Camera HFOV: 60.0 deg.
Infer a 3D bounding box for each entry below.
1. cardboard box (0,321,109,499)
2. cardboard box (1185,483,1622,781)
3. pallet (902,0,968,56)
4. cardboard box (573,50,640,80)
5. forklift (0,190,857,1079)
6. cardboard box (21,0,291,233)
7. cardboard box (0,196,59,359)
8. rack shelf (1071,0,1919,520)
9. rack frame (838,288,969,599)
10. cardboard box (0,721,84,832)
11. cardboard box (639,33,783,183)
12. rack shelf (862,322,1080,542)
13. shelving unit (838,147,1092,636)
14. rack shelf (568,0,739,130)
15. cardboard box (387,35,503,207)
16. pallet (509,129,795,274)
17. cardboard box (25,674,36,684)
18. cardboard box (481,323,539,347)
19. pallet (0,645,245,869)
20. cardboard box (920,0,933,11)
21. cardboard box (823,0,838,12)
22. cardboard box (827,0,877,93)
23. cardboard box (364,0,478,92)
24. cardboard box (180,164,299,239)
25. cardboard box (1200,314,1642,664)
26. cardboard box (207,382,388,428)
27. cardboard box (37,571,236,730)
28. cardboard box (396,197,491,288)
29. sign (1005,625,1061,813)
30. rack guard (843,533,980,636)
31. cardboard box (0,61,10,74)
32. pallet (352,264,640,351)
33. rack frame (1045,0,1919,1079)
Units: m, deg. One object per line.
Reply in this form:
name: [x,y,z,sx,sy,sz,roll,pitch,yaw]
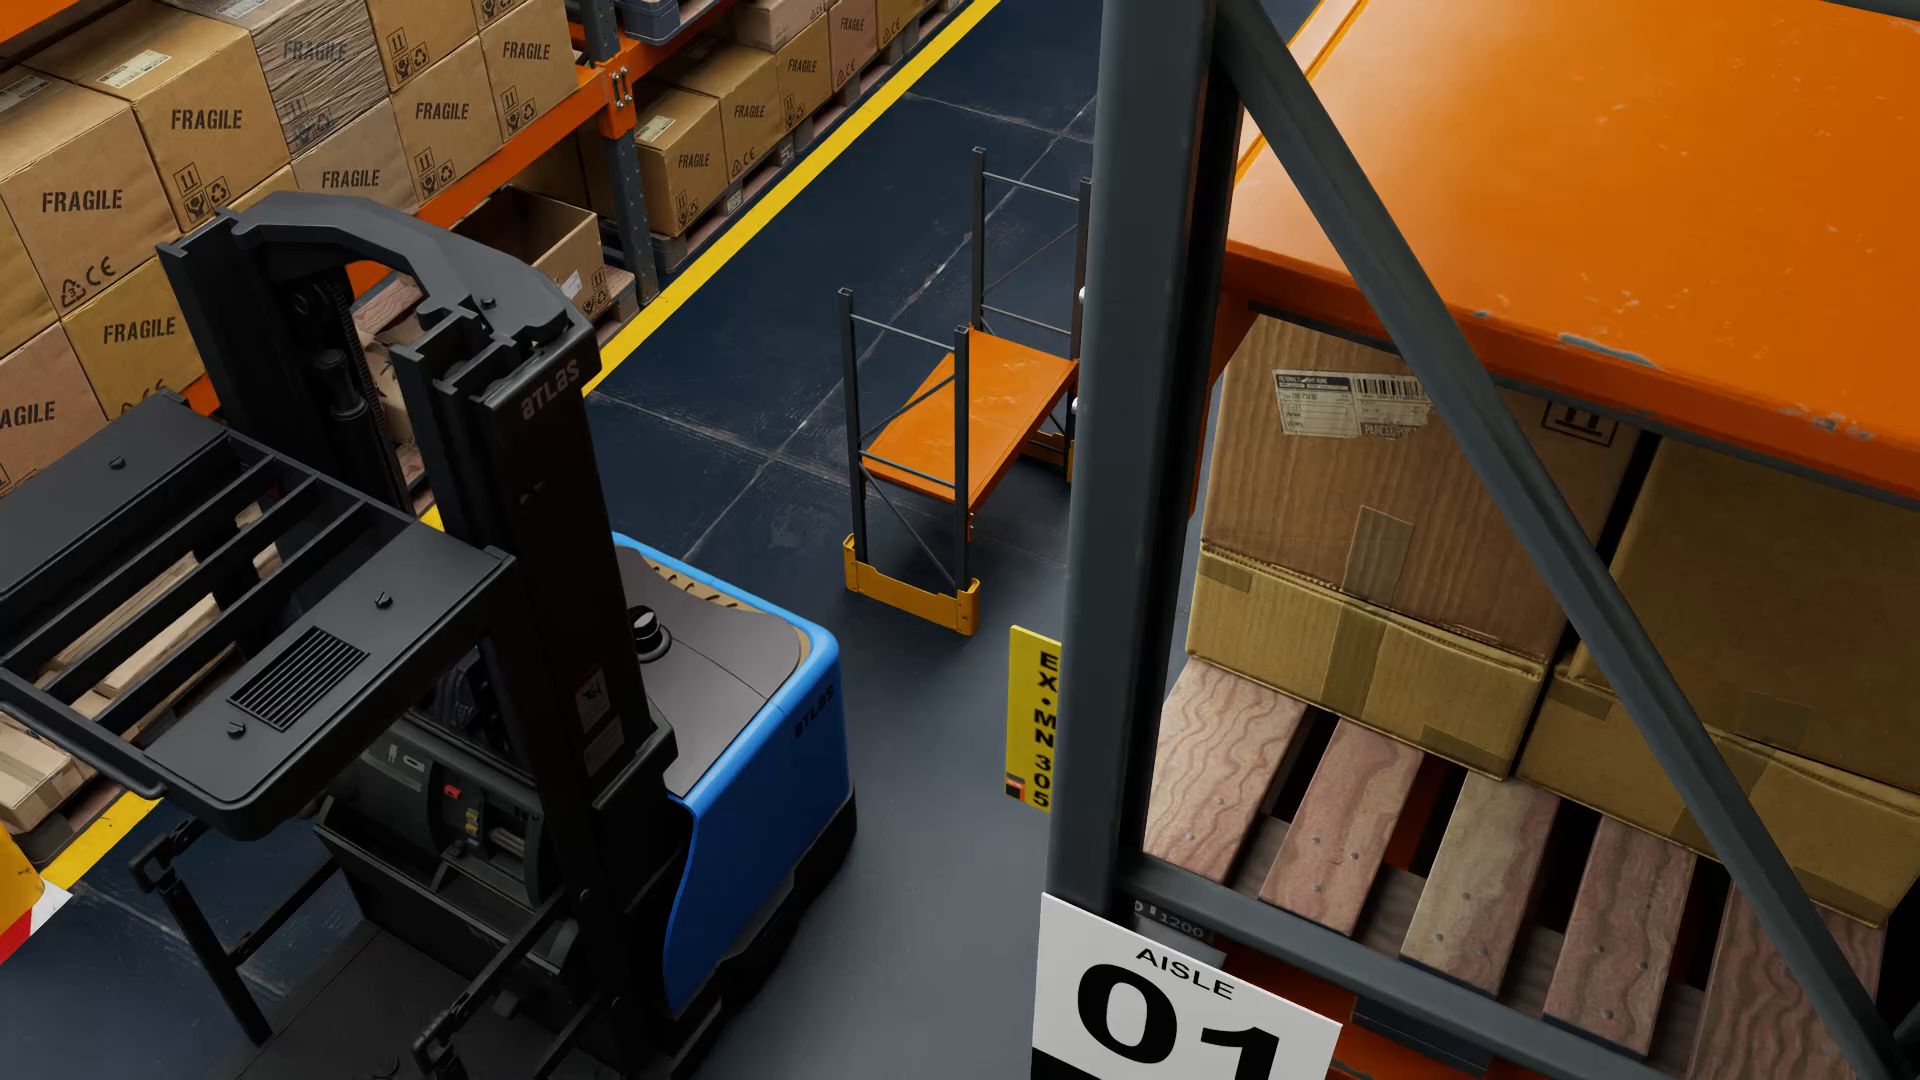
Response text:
cardboard box: [-3.137,-0.432,5.278,0.500,0.500,0.500,20,49,19]
cardboard box: [0.682,0.022,2.530,0.500,0.250,0.500,22,49,20]
pallet: [-0.478,-3.480,10.321,1.003,0.211,1.213,20,49,19]
cardboard box: [-1.743,-2.388,8.729,0.500,0.500,0.500,21,49,19]
forklift: [-1.553,0.748,4.230,1.130,2.935,3.031,23,50,21]
cardboard box: [-2.665,-1.423,5.554,0.500,0.500,0.500,20,49,19]
cardboard box: [-3.136,-0.789,4.927,0.500,0.500,0.500,21,49,19]
rack shelf: [1.506,-1.220,2.696,1.077,0.370,4.000,20,49,19]
rack frame: [-0.196,-0.261,6.233,0.500,1.500,0.032,20,49,19]
cardboard box: [-3.313,0.819,5.806,0.380,0.149,0.250,20,49,19]
cardboard box: [-1.277,-2.238,8.581,0.500,0.500,0.500,21,49,20]
rack shelf: [0.040,-0.455,6.678,0.538,0.185,1.000,20,49,19]
shelving unit: [0.035,-0.575,6.544,0.587,1.500,1.083,20,49,19]
rack shelf: [-1.027,-3.405,8.792,1.077,0.370,4.000,20,49,19]
cardboard box: [-2.198,-1.708,6.539,0.500,0.500,0.500,22,49,20]
pallet: [-1.611,-1.943,8.801,1.003,0.211,1.213,20,49,19]
cardboard box: [-3.778,0.422,5.952,0.500,0.500,0.500,20,49,19]
cardboard box: [-2.089,-0.842,7.448,0.380,0.149,0.250,20,49,19]
pallet: [-3.407,0.552,6.336,1.003,0.211,1.213,20,49,19]
cardboard box: [-0.324,-3.527,9.855,0.500,0.500,0.500,22,49,21]
cardboard box: [-0.818,-3.108,8.913,0.500,0.250,0.500,20,49,18]
cardboard box: [-0.803,-2.869,9.204,0.500,0.500,0.500,19,48,18]
cardboard box: [-2.196,-2.057,6.180,0.500,0.500,0.500,20,49,18]
cardboard box: [-2.668,-1.062,5.900,0.500,0.500,0.500,21,49,20]
cardboard box: [0.676,-0.244,2.266,0.500,0.500,0.500,20,49,19]
cardboard box: [-2.823,-0.490,6.851,0.797,0.503,0.637,20,49,19]
cardboard box: [-3.076,0.370,6.179,0.500,0.250,0.500,20,49,19]
cardboard box: [-2.341,-1.414,7.900,0.500,0.311,0.500,20,49,19]
sign: [0.103,0.229,2.018,0.100,0.325,0.005,20,49,19]
rack guard: [-0.196,0.178,6.678,0.587,0.250,0.087,20,49,19]
cardboard box: [-3.378,-1.283,5.415,0.500,0.500,0.500,22,49,20]
pallet: [-2.275,-0.985,7.855,1.003,0.211,1.213,20,49,19]
rack frame: [0.578,-0.354,1.053,1.000,3.000,0.127,20,49,19]
